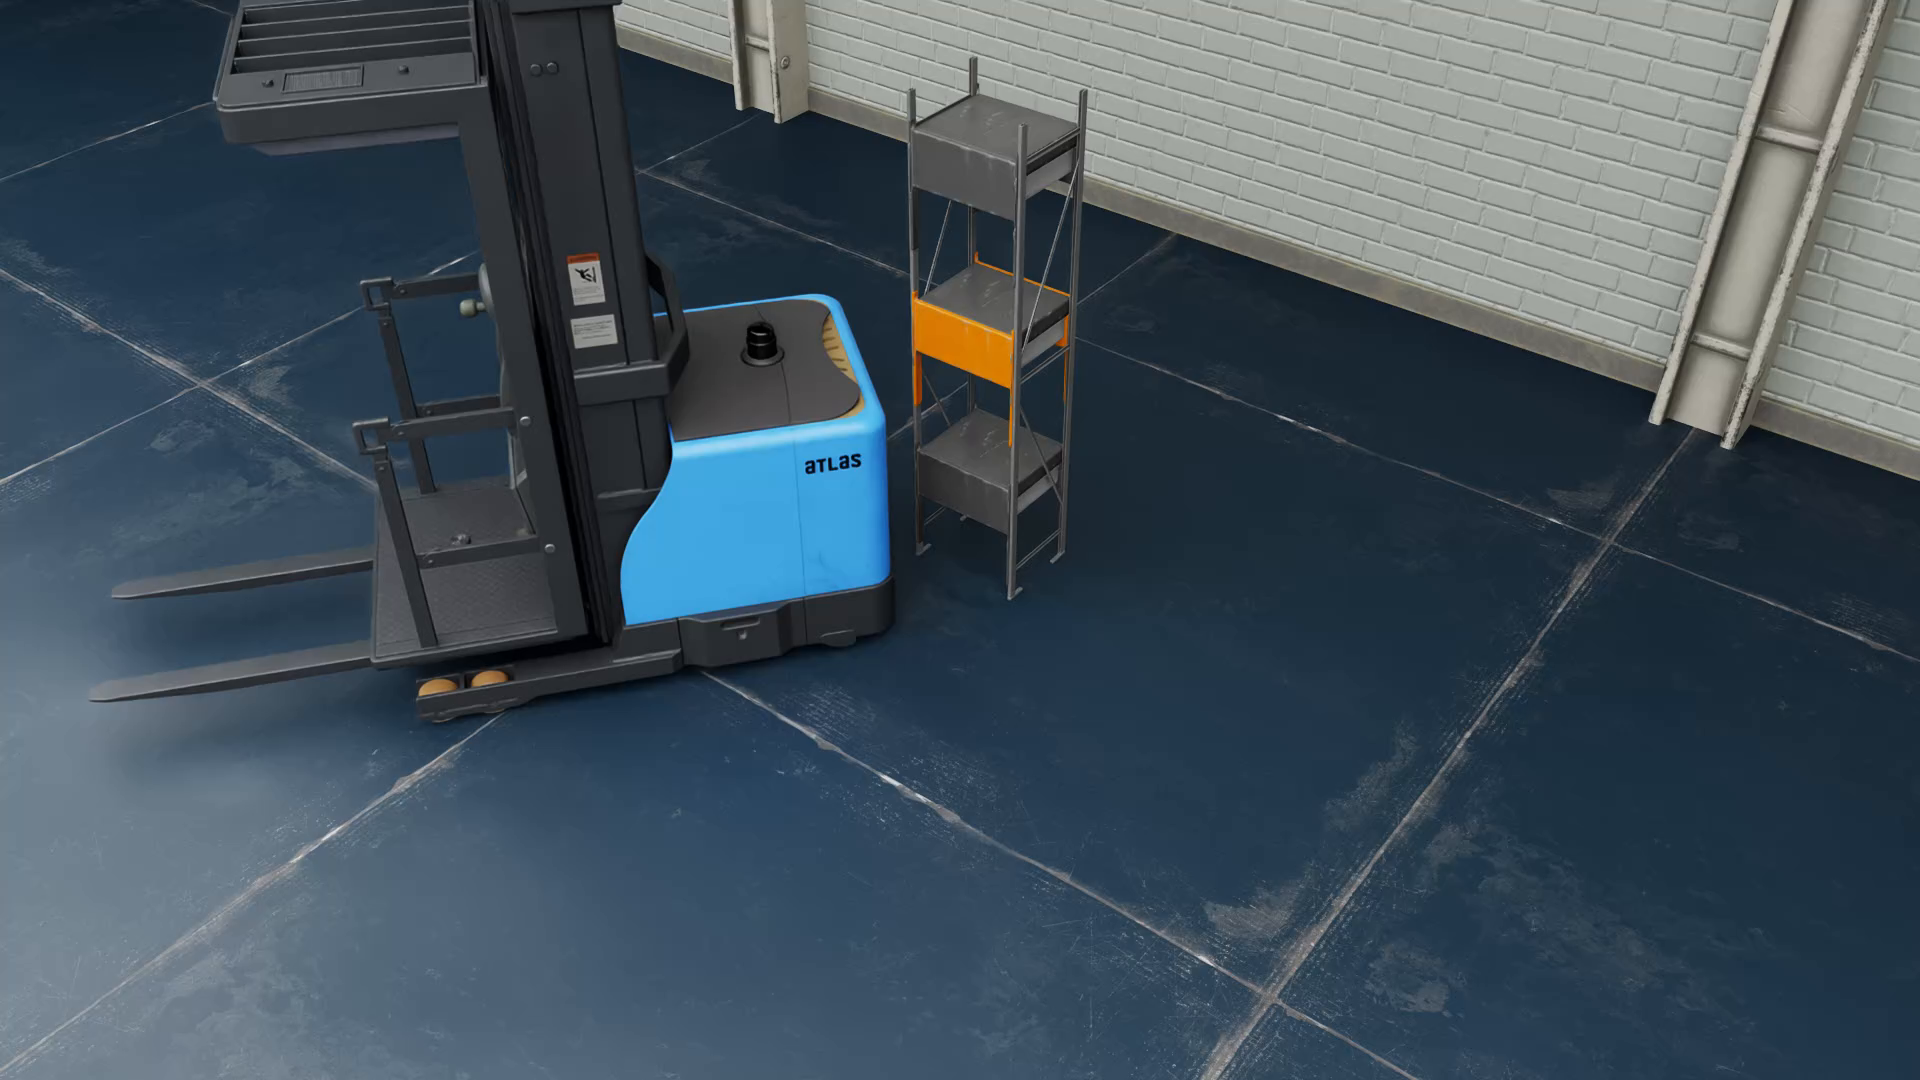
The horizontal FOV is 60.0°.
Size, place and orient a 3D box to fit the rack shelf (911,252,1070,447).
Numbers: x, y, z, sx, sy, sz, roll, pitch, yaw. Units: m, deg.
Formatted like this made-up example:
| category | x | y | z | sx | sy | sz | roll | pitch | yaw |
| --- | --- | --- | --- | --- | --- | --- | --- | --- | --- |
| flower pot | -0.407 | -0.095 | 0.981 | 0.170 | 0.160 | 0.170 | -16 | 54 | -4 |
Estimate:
| category | x | y | z | sx | sy | sz | roll | pitch | yaw |
| --- | --- | --- | --- | --- | --- | --- | --- | --- | --- |
| rack shelf | 0.131 | -0.754 | 6.532 | 0.480 | 0.518 | 0.431 | 25 | 45 | 29 |

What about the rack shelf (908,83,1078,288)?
| category | x | y | z | sx | sy | sz | roll | pitch | yaw |
| --- | --- | --- | --- | --- | --- | --- | --- | --- | --- |
| rack shelf | 0.131 | -1.305 | 6.100 | 0.480 | 0.518 | 0.431 | 25 | 45 | 29 |

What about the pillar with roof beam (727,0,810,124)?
| category | x | y | z | sx | sy | sz | roll | pitch | yaw |
| --- | --- | --- | --- | --- | --- | --- | --- | --- | --- |
| pillar with roof beam | -3.831 | -4.252 | 5.382 | 0.400 | 9.000 | 9.100 | 25 | 45 | 29 |

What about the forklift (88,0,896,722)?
| category | x | y | z | sx | sy | sz | roll | pitch | yaw |
| --- | --- | --- | --- | --- | --- | --- | --- | --- | --- |
| forklift | -1.836 | -0.819 | 5.919 | 3.031 | 2.935 | 1.130 | -9 | 39 | -11 |

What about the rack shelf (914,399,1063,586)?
| category | x | y | z | sx | sy | sz | roll | pitch | yaw |
| --- | --- | --- | --- | --- | --- | --- | --- | --- | --- |
| rack shelf | 0.131 | -0.203 | 6.963 | 0.480 | 0.518 | 0.431 | 25 | 45 | 29 |

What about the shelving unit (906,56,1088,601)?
| category | x | y | z | sx | sy | sz | roll | pitch | yaw |
| --- | --- | --- | --- | --- | --- | --- | --- | --- | --- |
| shelving unit | 0.131 | -0.765 | 6.524 | 0.503 | 2.100 | 0.431 | 25 | 45 | 29 |

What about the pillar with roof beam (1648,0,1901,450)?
| category | x | y | z | sx | sy | sz | roll | pitch | yaw |
| --- | --- | --- | --- | --- | --- | --- | --- | --- | --- |
| pillar with roof beam | 0.935 | -2.005 | 2.512 | 0.400 | 9.000 | 9.100 | 25 | 45 | 29 |

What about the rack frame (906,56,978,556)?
| category | x | y | z | sx | sy | sz | roll | pitch | yaw |
| --- | --- | --- | --- | --- | --- | --- | --- | --- | --- |
| rack frame | -0.062 | -0.856 | 6.640 | 0.015 | 2.100 | 0.400 | 25 | 45 | 29 |

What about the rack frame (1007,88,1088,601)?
| category | x | y | z | sx | sy | sz | roll | pitch | yaw |
| --- | --- | --- | --- | --- | --- | --- | --- | --- | --- |
| rack frame | 0.325 | -0.673 | 6.407 | 0.015 | 2.100 | 0.400 | 25 | 45 | 29 |
